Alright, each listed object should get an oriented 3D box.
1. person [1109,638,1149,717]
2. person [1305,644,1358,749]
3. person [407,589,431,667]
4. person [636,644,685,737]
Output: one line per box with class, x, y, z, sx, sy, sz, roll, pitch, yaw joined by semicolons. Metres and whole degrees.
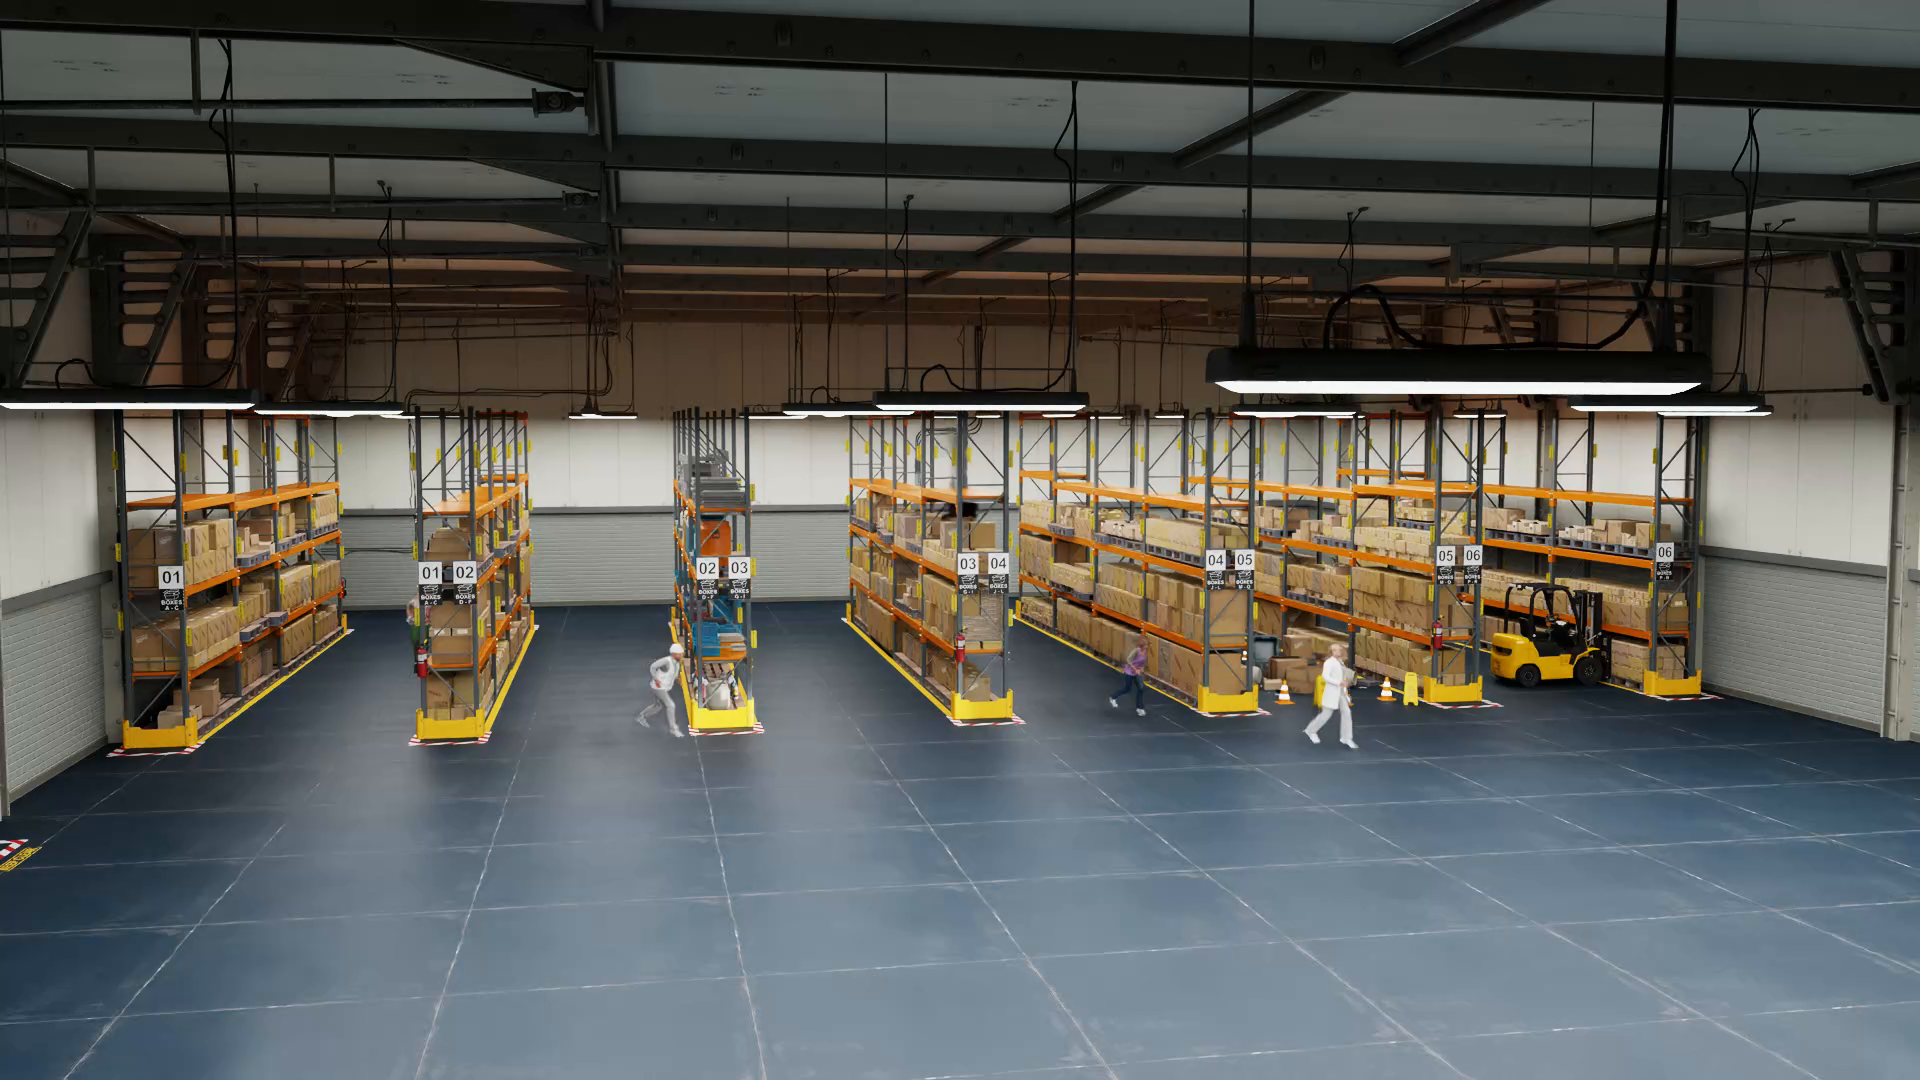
person;3.318;2.658;32.644;0.912;1.547;0.569;3;5;38
person;6.622;2.741;29.396;1.012;1.801;0.750;4;5;41
person;-12.707;2.027;39.157;0.652;1.805;0.983;-1;4;-9
person;-5.483;2.739;30.366;1.050;1.732;0.697;2;4;24
